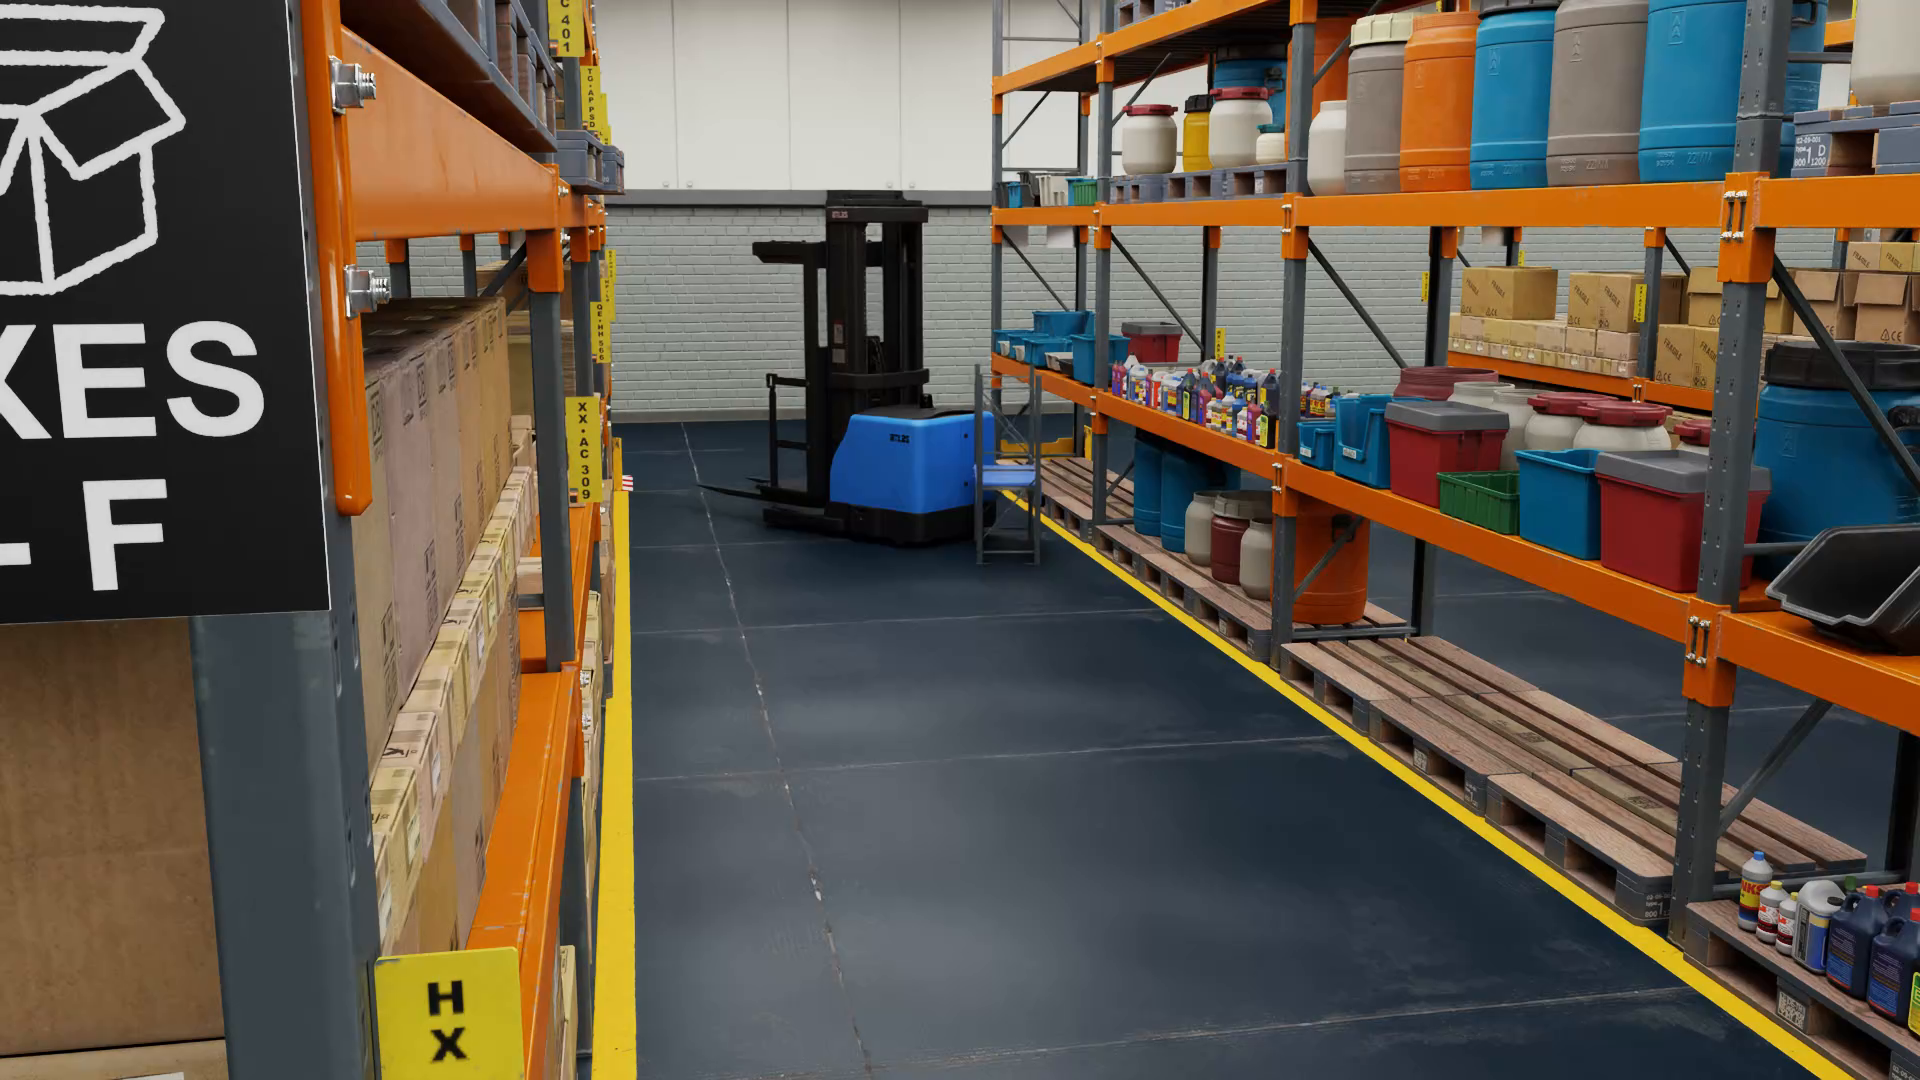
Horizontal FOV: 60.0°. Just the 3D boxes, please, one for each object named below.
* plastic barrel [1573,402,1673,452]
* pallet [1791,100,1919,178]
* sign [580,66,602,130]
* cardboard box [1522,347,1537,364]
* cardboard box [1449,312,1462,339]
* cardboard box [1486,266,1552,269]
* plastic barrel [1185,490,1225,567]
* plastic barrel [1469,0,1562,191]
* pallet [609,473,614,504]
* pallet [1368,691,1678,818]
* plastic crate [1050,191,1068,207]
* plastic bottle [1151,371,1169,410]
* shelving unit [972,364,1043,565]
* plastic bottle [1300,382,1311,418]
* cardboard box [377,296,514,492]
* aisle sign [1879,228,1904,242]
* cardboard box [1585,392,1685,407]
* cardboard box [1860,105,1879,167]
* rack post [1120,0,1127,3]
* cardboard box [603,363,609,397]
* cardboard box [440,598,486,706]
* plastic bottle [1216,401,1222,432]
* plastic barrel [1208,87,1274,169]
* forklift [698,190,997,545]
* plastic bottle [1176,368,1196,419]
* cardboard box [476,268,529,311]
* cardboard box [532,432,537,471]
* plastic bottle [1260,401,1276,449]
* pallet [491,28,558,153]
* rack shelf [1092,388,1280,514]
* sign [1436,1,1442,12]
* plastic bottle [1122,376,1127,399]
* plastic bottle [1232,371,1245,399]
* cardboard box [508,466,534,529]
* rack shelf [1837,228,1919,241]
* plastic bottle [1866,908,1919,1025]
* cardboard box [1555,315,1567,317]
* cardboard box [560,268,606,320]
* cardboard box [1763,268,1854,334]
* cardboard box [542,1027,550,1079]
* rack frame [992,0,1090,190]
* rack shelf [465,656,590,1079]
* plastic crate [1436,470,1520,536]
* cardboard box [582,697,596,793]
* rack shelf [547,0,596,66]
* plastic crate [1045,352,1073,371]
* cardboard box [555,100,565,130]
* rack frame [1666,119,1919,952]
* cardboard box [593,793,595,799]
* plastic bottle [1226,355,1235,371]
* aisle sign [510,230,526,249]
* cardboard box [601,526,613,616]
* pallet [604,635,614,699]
[{"bbox_3d":[3.050,-0.355,7.678,0.433,0.535,0.433,0,11,0],"label":"plastic barrel"},{"bbox_3d":[3.400,-1.223,5.081,1.213,0.211,1.003,-2,11,-11],"label":"pallet"},{"bbox_3d":[-1.928,-2.310,8.694,0.100,0.325,0.005,-2,11,-11],"label":"sign"},{"bbox_3d":[5.787,-1.821,16.414,0.380,0.149,0.250,-2,11,-10],"label":"cardboard box"},{"bbox_3d":[5.517,-2.326,18.002,0.500,0.250,0.500,-2,11,-13],"label":"cardboard box"},{"bbox_3d":[6.041,-2.713,18.027,0.500,0.500,0.500,-2,11,-10],"label":"cardboard box"},{"bbox_3d":[1.857,-0.085,12.152,0.421,0.512,0.421,0,11,0],"label":"plastic barrel"},{"bbox_3d":[2.598,-2.016,7.402,0.600,0.901,0.708,-2,11,-11],"label":"plastic barrel"},{"bbox_3d":[-3.859,-0.462,16.060,1.003,0.211,1.213,-2,11,-11],"label":"pallet"},{"bbox_3d":[2.732,1.032,8.208,1.003,0.211,1.213,-2,11,-11],"label":"pallet"},{"bbox_3d":[0.987,-3.001,14.626,0.293,0.136,0.466,-2,11,-11],"label":"plastic crate"},{"bbox_3d":[1.504,-1.108,12.330,0.152,0.276,0.135,-2,11,-11],"label":"plastic bottle"},{"bbox_3d":[0.379,-0.637,13.532,0.538,1.500,1.048,0,11,-1],"label":"shelving unit"},{"bbox_3d":[2.398,-0.966,11.595,0.097,0.271,0.097,0,11,0],"label":"plastic bottle"},{"bbox_3d":[-1.603,-0.397,4.521,0.700,0.500,0.500,-2,11,-11],"label":"cardboard box"},{"bbox_3d":[10.853,-3.815,19.265,0.394,0.787,0.004,-2,11,-11],"label":"aisle sign"},{"bbox_3d":[6.416,-0.905,15.486,0.875,0.875,0.875,-2,11,-11],"label":"cardboard box"},{"bbox_3d":[6.801,-2.878,11.881,0.500,0.500,0.500,-2,11,-8],"label":"cardboard box"},{"bbox_3d":[1.741,-4.192,12.358,0.937,0.300,0.954,-2,11,-12],"label":"rack post"},{"bbox_3d":[-3.083,-1.411,13.320,0.500,0.500,0.500,-2,11,-10],"label":"cardboard box"},{"bbox_3d":[-1.081,0.213,3.054,0.380,0.149,0.250,-2,11,-10],"label":"cardboard box"},{"bbox_3d":[1.745,-0.819,11.008,0.097,0.201,0.097,0,11,0],"label":"plastic bottle"},{"bbox_3d":[1.893,-2.771,11.222,0.433,0.535,0.433,0,11,0],"label":"plastic barrel"},{"bbox_3d":[-1.125,-1.601,14.769,3.031,2.935,1.130,9,14,40],"label":"forklift"},{"bbox_3d":[1.614,-1.038,11.757,0.144,0.351,0.185,-2,11,-11],"label":"plastic bottle"},{"bbox_3d":[-3.604,-1.882,13.121,0.500,0.500,0.500,-2,11,-11],"label":"cardboard box"},{"bbox_3d":[-2.446,-0.413,8.581,0.500,0.311,0.500,-1,11,-7],"label":"cardboard box"},{"bbox_3d":[1.889,-0.706,10.194,0.061,0.283,0.133,-2,11,-11],"label":"plastic bottle"},{"bbox_3d":[-1.504,-1.066,3.988,1.003,0.211,1.213,-2,11,-11],"label":"pallet"},{"bbox_3d":[1.997,-0.718,11.869,1.077,0.370,4.000,-2,11,-11],"label":"rack shelf"},{"bbox_3d":[5.143,-5.816,17.767,0.100,0.325,0.005,-2,11,-11],"label":"sign"},{"bbox_3d":[1.327,-1.213,13.077,0.097,0.201,0.097,0,11,0],"label":"plastic bottle"},{"bbox_3d":[2.078,-1.122,12.414,0.097,0.271,0.097,0,11,0],"label":"plastic bottle"},{"bbox_3d":[-1.433,-0.117,4.786,0.380,0.149,0.250,-2,11,-11],"label":"cardboard box"},{"bbox_3d":[10.962,-3.267,17.240,1.077,0.370,4.000,-2,11,-11],"label":"rack shelf"},{"bbox_3d":[2.951,1.312,5.188,0.144,0.351,0.185,-3,11,-13],"label":"plastic bottle"},{"bbox_3d":[6.141,-2.252,17.611,0.500,0.250,0.500,-2,11,-12],"label":"cardboard box"},{"bbox_3d":[-3.067,-1.895,13.191,0.500,0.500,0.500,-2,11,-10],"label":"cardboard box"},{"bbox_3d":[6.721,-1.917,13.295,0.797,0.503,0.637,-2,11,-10],"label":"cardboard box"},{"bbox_3d":[-1.093,1.337,3.376,0.500,0.500,0.500,-2,11,-11],"label":"cardboard box"},{"bbox_3d":[0.830,-5.119,17.023,1.000,3.000,0.127,-2,11,-11],"label":"rack frame"},{"bbox_3d":[-1.307,0.929,3.218,1.077,0.370,4.000,-2,11,-11],"label":"rack shelf"},{"bbox_3d":[2.548,-0.176,7.664,0.450,0.188,0.662,-2,11,-11],"label":"plastic crate"},{"bbox_3d":[-1.726,0.806,6.671,0.500,0.311,0.500,-2,11,-13],"label":"cardboard box"},{"bbox_3d":[-2.863,-3.289,10.403,1.077,0.370,4.000,-2,11,-11],"label":"rack shelf"},{"bbox_3d":[0.974,-1.646,15.369,0.293,0.136,0.466,-2,11,-11],"label":"plastic crate"},{"bbox_3d":[-2.591,-2.126,9.056,0.910,0.500,0.500,-2,11,-11],"label":"cardboard box"},{"bbox_3d":[3.164,0.029,6.020,1.000,3.000,0.127,-2,11,-11],"label":"rack frame"},{"bbox_3d":[-1.733,1.081,6.723,0.500,0.250,0.500,-2,11,-13],"label":"cardboard box"},{"bbox_3d":[2.108,-1.257,12.911,0.144,0.351,0.185,-2,11,-11],"label":"plastic bottle"},{"bbox_3d":[-4.331,-3.271,16.407,0.394,0.787,0.004,-2,11,-11],"label":"aisle sign"},{"bbox_3d":[-2.482,0.205,10.605,0.500,0.500,0.500,-2,11,-12],"label":"cardboard box"},{"bbox_3d":[-2.582,0.707,9.919,1.003,0.211,1.213,-2,11,-11],"label":"pallet"}]
